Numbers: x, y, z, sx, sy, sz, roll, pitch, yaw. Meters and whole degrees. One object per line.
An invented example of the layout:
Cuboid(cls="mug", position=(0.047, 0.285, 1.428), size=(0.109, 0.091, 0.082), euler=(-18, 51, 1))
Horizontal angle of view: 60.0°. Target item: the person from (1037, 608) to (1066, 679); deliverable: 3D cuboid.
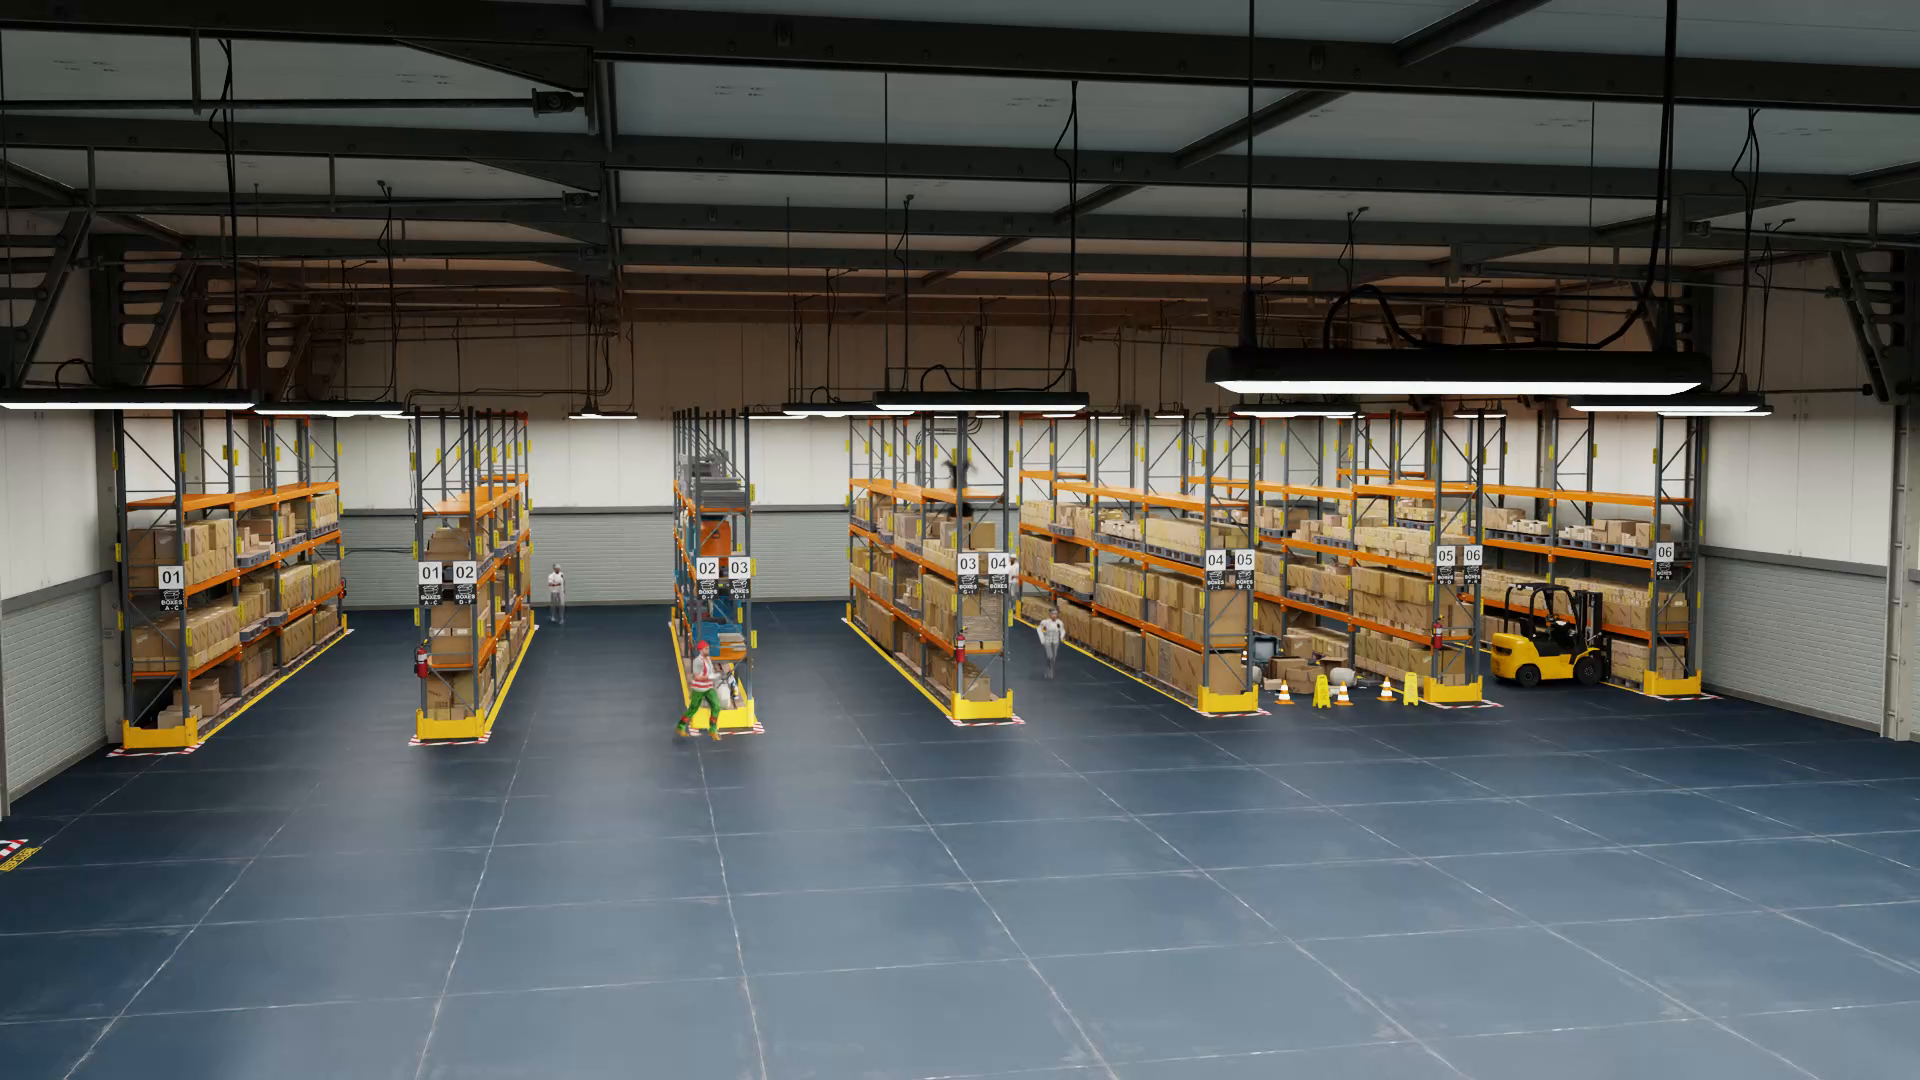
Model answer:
Cuboid(cls="person", position=(2.049, 2.290, 37.034), size=(0.610, 1.617, 0.762), euler=(-1, 4, -15))

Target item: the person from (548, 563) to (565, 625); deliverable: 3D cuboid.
Cuboid(cls="person", position=(-11.438, 1.525, 47.196), size=(0.538, 1.749, 0.848), euler=(-2, 5, -30))

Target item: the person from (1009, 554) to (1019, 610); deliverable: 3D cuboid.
Cuboid(cls="person", position=(1.538, 1.281, 50.212), size=(0.678, 1.749, 0.660), euler=(2, 5, 29))

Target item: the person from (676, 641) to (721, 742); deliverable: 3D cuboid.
Cuboid(cls="person", position=(-4.645, 2.710, 29.822), size=(0.930, 1.831, 0.659), euler=(2, 5, 28))
